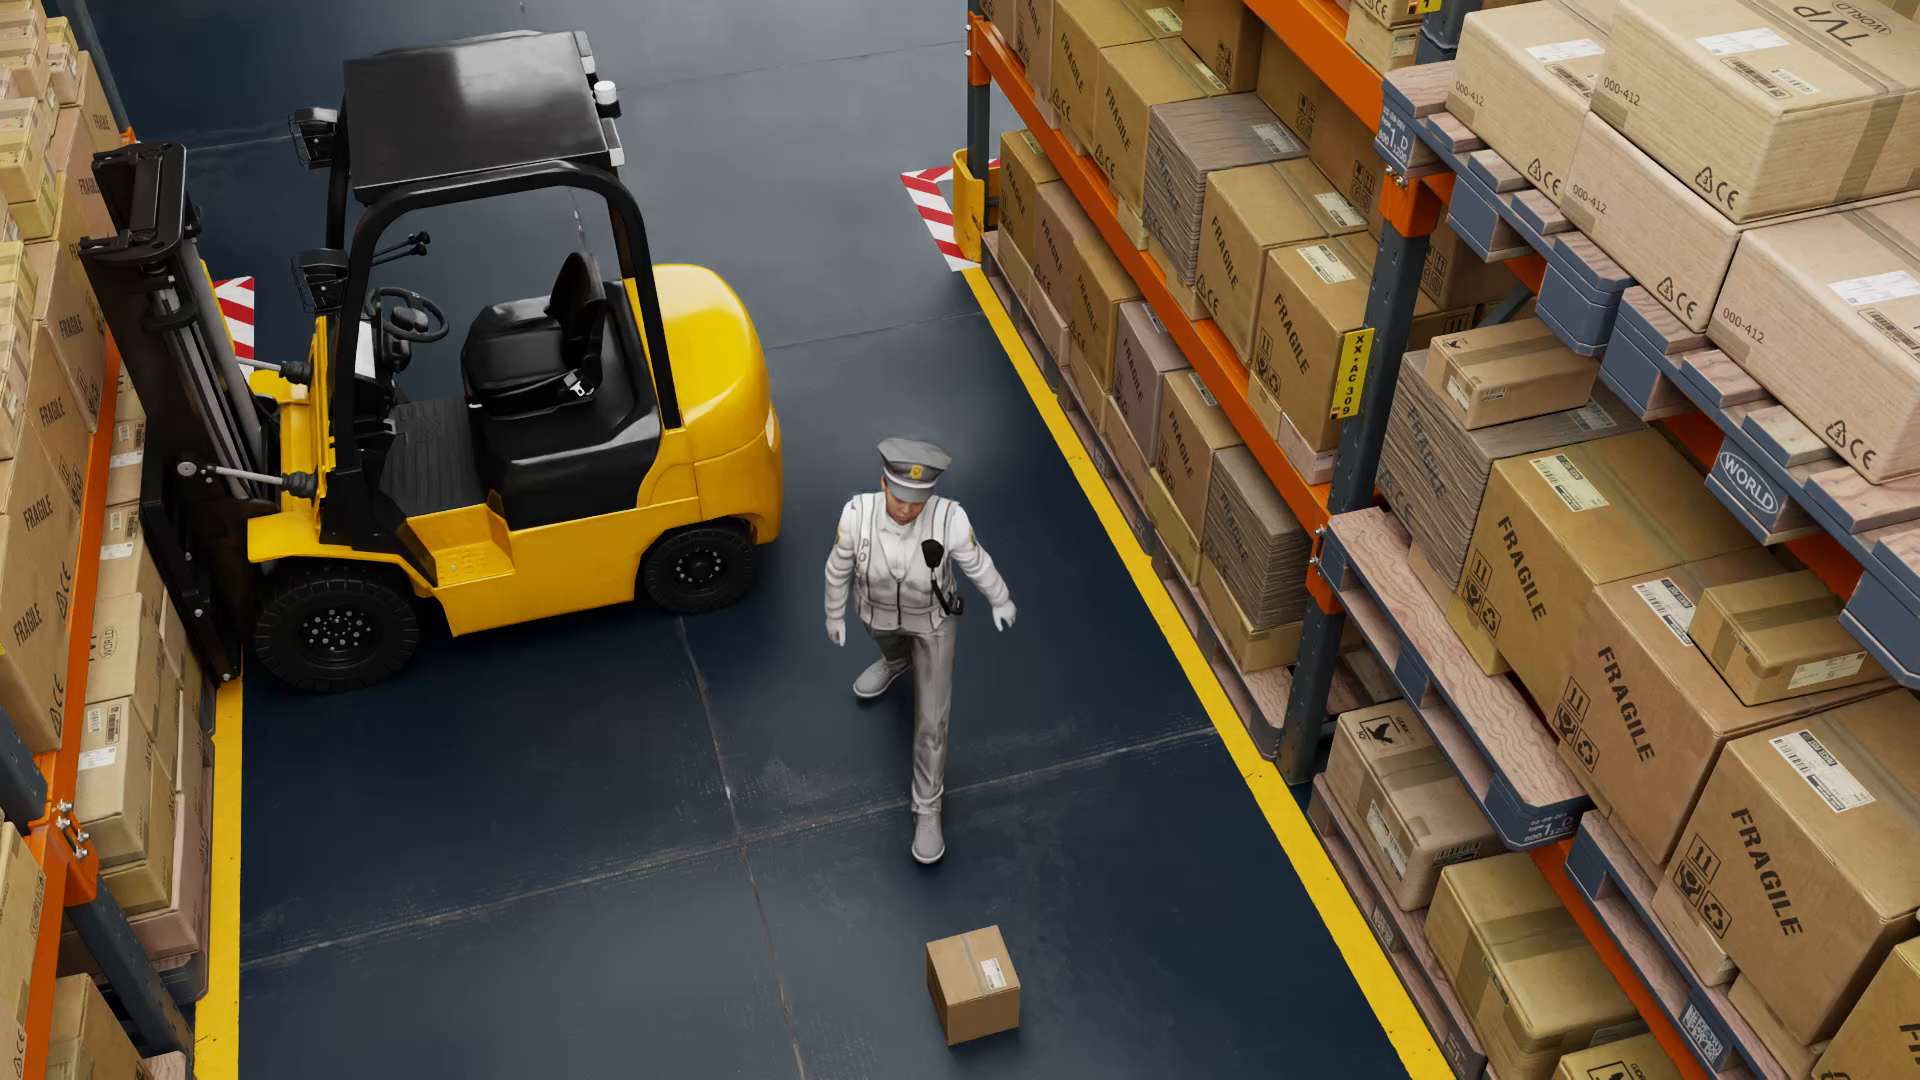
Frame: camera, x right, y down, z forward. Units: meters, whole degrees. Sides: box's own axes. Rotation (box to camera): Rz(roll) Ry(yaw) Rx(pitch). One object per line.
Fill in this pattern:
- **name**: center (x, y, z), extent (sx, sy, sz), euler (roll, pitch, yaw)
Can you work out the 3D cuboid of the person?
- **person**: center (-0.154, 0.266, 5.873), extent (0.670, 1.611, 1.019), euler (6, 43, 7)
